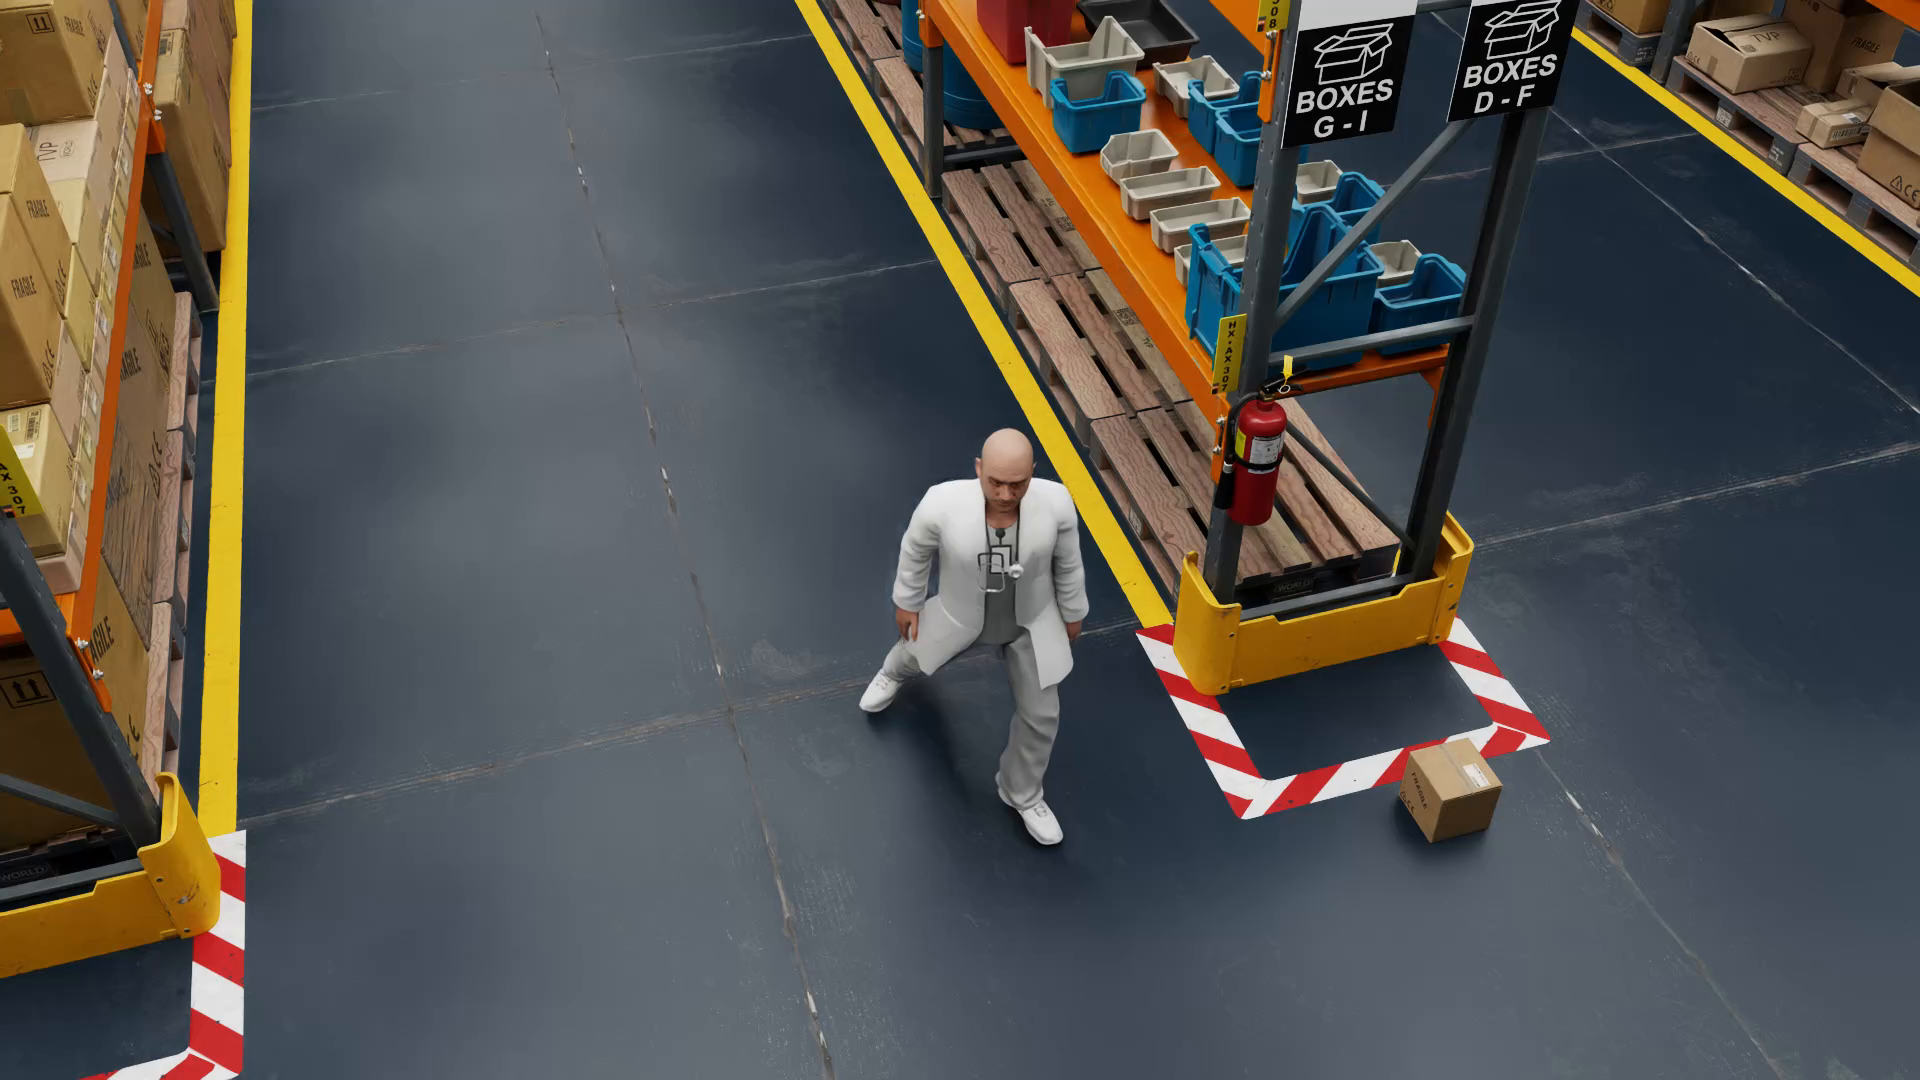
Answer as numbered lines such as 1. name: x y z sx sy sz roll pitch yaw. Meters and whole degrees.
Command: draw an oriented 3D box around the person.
1. person: 0.035 0.208 5.958 0.840 1.727 0.957 -3 42 -3
